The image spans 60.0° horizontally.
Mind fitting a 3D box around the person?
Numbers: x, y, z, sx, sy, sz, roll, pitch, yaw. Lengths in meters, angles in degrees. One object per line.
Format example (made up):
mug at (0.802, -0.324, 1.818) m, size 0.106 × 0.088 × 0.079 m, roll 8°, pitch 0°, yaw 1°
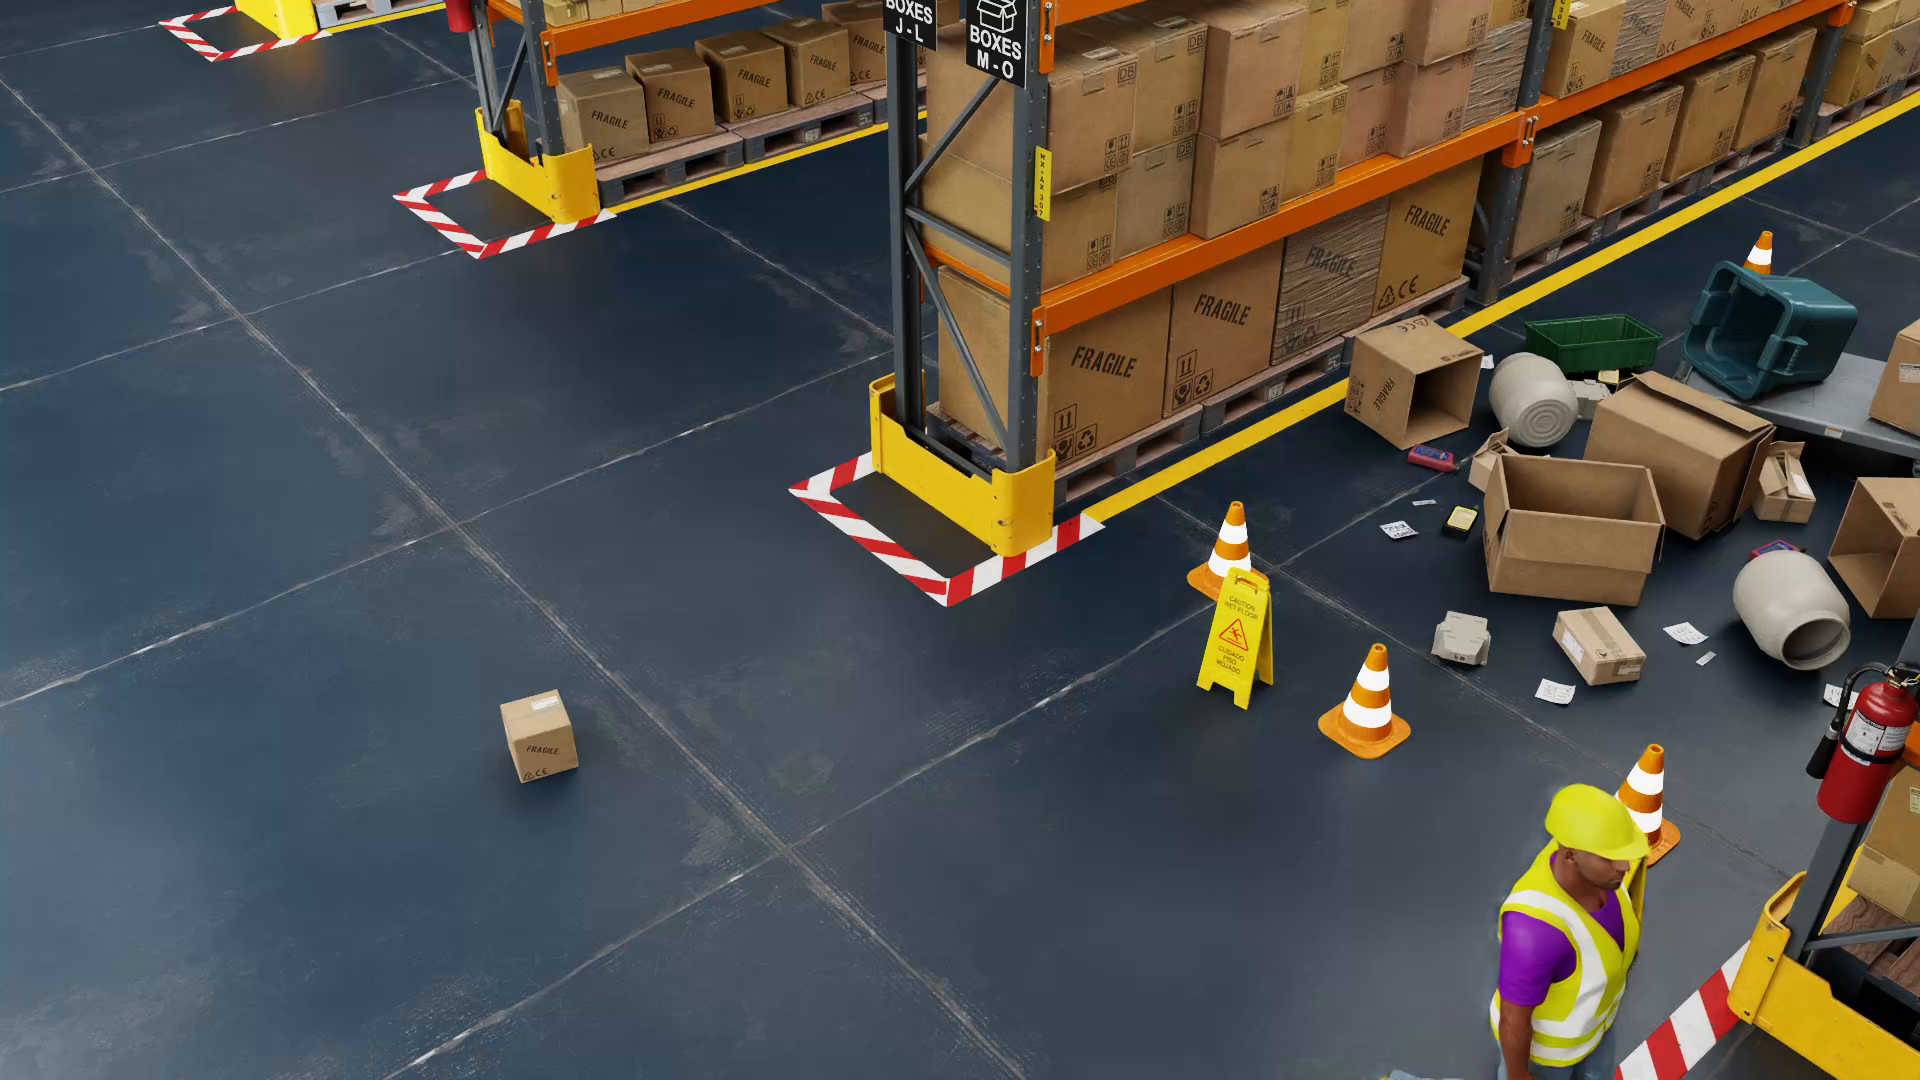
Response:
person at (1.761, 1.438, 5.050) m, size 0.818 × 1.744 × 0.566 m, roll 27°, pitch 44°, yaw 33°
